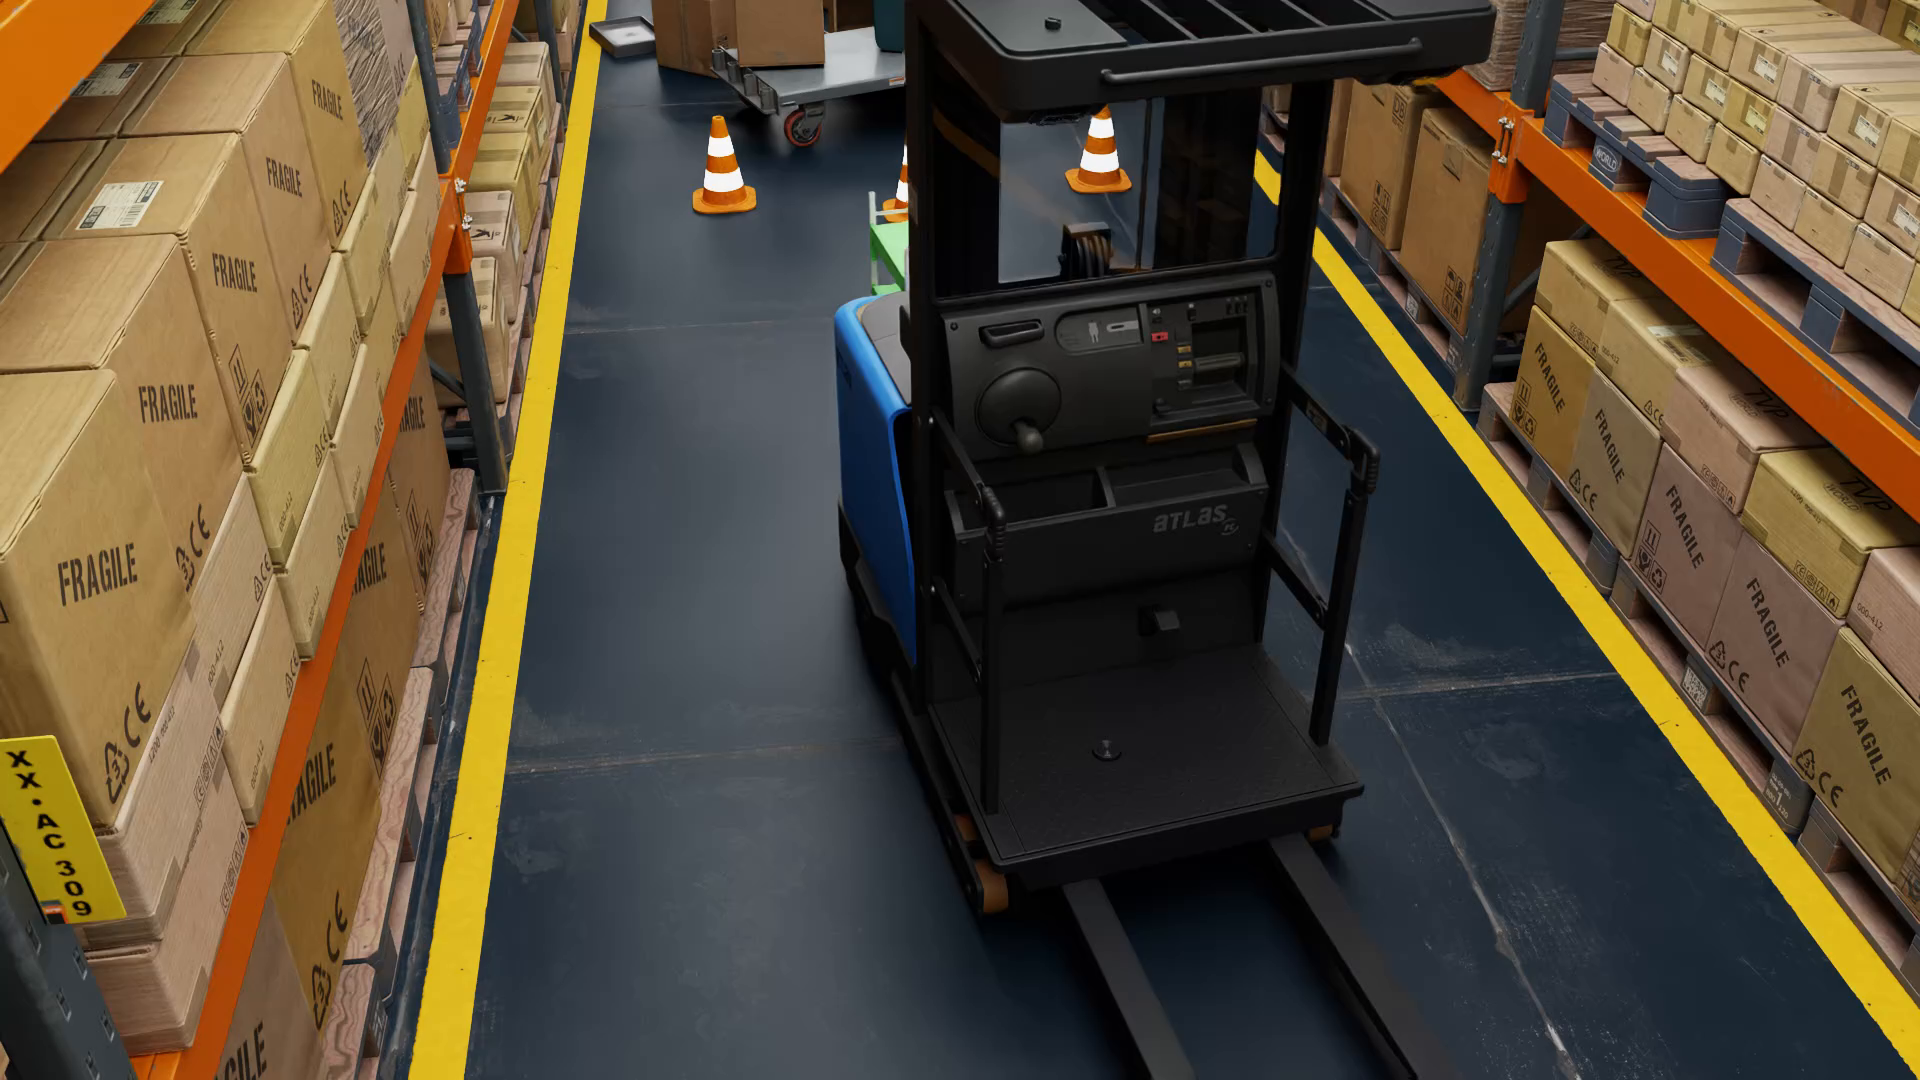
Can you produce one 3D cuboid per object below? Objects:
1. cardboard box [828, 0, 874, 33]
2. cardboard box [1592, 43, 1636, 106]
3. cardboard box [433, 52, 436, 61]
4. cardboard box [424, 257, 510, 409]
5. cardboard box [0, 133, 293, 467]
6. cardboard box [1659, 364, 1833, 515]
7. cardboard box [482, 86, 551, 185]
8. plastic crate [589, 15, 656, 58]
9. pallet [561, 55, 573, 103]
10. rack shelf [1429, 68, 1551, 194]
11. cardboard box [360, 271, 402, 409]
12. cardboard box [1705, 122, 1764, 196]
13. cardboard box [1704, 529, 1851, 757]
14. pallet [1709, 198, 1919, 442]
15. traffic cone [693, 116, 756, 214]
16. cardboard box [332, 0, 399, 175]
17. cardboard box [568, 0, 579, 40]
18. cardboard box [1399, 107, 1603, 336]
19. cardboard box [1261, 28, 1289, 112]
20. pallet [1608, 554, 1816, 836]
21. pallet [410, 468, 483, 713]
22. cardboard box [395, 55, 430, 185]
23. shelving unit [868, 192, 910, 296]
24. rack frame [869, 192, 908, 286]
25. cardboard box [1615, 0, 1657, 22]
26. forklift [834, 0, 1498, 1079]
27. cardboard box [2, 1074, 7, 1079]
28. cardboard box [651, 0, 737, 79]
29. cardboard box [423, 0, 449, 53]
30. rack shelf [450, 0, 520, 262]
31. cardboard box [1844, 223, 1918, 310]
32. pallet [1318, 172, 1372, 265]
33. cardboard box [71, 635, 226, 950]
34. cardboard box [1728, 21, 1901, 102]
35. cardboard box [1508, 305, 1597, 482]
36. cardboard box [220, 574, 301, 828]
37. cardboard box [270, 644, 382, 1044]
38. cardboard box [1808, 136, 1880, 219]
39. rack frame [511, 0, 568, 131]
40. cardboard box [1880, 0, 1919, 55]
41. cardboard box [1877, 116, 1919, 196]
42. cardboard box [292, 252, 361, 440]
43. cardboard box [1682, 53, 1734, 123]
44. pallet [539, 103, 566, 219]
[{"bbox_3d":[-0.476,-3.592,10.954,0.797,0.637,0.503,-4,35,-6],"label":"cardboard box"},{"bbox_3d":[2.473,-1.649,5.857,0.380,0.149,0.250,-5,35,-7],"label":"cardboard box"},{"bbox_3d":[-2.143,-1.839,6.135,0.380,0.149,0.250,-6,35,-9],"label":"cardboard box"},{"bbox_3d":[-2.345,-0.817,6.746,0.950,0.372,0.625,-7,35,-10],"label":"cardboard box"},{"bbox_3d":[-1.676,-0.465,3.292,0.500,0.500,0.500,-5,35,-8],"label":"cardboard box"},{"bbox_3d":[2.587,-0.332,5.254,0.500,0.250,0.500,-4,34,-6],"label":"cardboard box"},{"bbox_3d":[-2.644,-2.040,8.540,0.950,0.372,0.625,-2,34,-3],"label":"cardboard box"},{"bbox_3d":[-2.216,-3.377,11.135,0.402,0.080,0.583,-16,38,-23],"label":"plastic crate"},{"bbox_3d":[-2.942,-2.865,10.267,1.003,0.211,1.213,-4,35,-6],"label":"pallet"},{"bbox_3d":[2.343,-2.663,8.133,1.077,0.370,4.000,-4,35,-6],"label":"rack shelf"},{"bbox_3d":[-1.818,-0.523,4.487,0.500,0.250,0.500,-5,35,-7],"label":"cardboard box"},{"bbox_3d":[2.583,-1.199,5.195,0.380,0.149,0.250,-3,34,-4],"label":"cardboard box"},{"bbox_3d":[2.668,0.280,5.022,0.500,0.500,0.500,-5,35,-7],"label":"cardboard box"},{"bbox_3d":[2.919,-0.664,4.731,1.003,0.211,1.213,-4,35,-6],"label":"pallet"},{"bbox_3d":[-1.263,-2.011,8.790,0.336,0.463,0.334,-4,35,-6],"label":"traffic cone"},{"bbox_3d":[-1.873,-1.313,4.537,0.500,0.500,0.500,-4,34,-6],"label":"cardboard box"},{"bbox_3d":[-2.712,-3.329,10.541,0.500,0.250,0.500,-3,34,-4],"label":"cardboard box"},{"bbox_3d":[2.620,-1.435,7.317,1.050,0.750,0.750,-5,35,-7],"label":"cardboard box"},{"bbox_3d":[2.247,-2.981,9.585,1.050,0.750,0.750,-5,35,-7],"label":"cardboard box"},{"bbox_3d":[2.877,0.423,5.442,1.003,0.211,1.213,-4,35,-6],"label":"pallet"},{"bbox_3d":[-2.248,0.185,5.792,1.003,0.211,1.213,-4,35,-6],"label":"pallet"},{"bbox_3d":[-1.962,-1.307,5.193,0.500,0.250,0.500,-4,35,-7],"label":"cardboard box"},{"bbox_3d":[-0.140,-0.632,6.111,0.258,1.200,0.503,-10,35,-14],"label":"shelving unit"},{"bbox_3d":[-0.210,-0.763,6.304,0.240,1.200,0.015,-10,35,-14],"label":"rack frame"},{"bbox_3d":[2.483,-1.885,5.675,0.380,0.149,0.250,-4,35,-6],"label":"cardboard box"},{"bbox_3d":[0.477,-0.405,4.241,1.130,2.935,3.031,-10,35,-14],"label":"forklift"},{"bbox_3d":[-1.426,1.017,2.005,0.500,0.500,0.500,-4,34,-6],"label":"cardboard box"},{"bbox_3d":[-1.613,-3.315,10.668,0.500,0.500,0.500,20,39,26],"label":"cardboard box"},{"bbox_3d":[-2.110,-2.020,5.824,0.500,0.500,0.500,-5,35,-8],"label":"cardboard box"},{"bbox_3d":[-2.548,-2.232,7.501,1.077,0.370,4.000,-4,35,-6],"label":"rack shelf"},{"bbox_3d":[2.686,-0.764,4.558,0.380,0.149,0.250,-5,35,-8],"label":"cardboard box"},{"bbox_3d":[2.420,-1.817,8.729,1.003,0.211,1.213,-4,35,-6],"label":"pallet"},{"bbox_3d":[-1.521,0.407,2.678,0.500,0.250,0.500,-5,35,-8],"label":"cardboard box"},{"bbox_3d":[2.585,-1.453,5.040,0.380,0.149,0.250,-6,35,-8],"label":"cardboard box"},{"bbox_3d":[2.455,-0.571,6.271,0.500,0.500,0.500,-6,35,-8],"label":"cardboard box"},{"bbox_3d":[-1.610,0.327,3.240,0.500,0.250,0.500,-5,35,-8],"label":"cardboard box"},{"bbox_3d":[-2.033,0.680,4.103,0.875,0.875,0.875,-3,34,-5],"label":"cardboard box"},{"bbox_3d":[2.653,-1.034,4.689,0.380,0.149,0.250,-5,35,-7],"label":"cardboard box"},{"bbox_3d":[-2.817,-3.645,8.936,1.000,3.000,0.127,-4,35,-6],"label":"rack frame"},{"bbox_3d":[3.199,-1.635,5.307,0.380,0.149,0.250,-3,34,-5],"label":"cardboard box"},{"bbox_3d":[2.691,-1.015,4.397,0.380,0.149,0.250,-5,35,-7],"label":"cardboard box"},{"bbox_3d":[-1.730,-0.447,3.932,0.500,0.250,0.500,-5,35,-8],"label":"cardboard box"},{"bbox_3d":[2.556,-1.452,5.304,0.380,0.149,0.250,-5,35,-8],"label":"cardboard box"},{"bbox_3d":[-2.711,-2.059,9.084,1.003,0.211,1.213,-4,35,-6],"label":"pallet"}]
